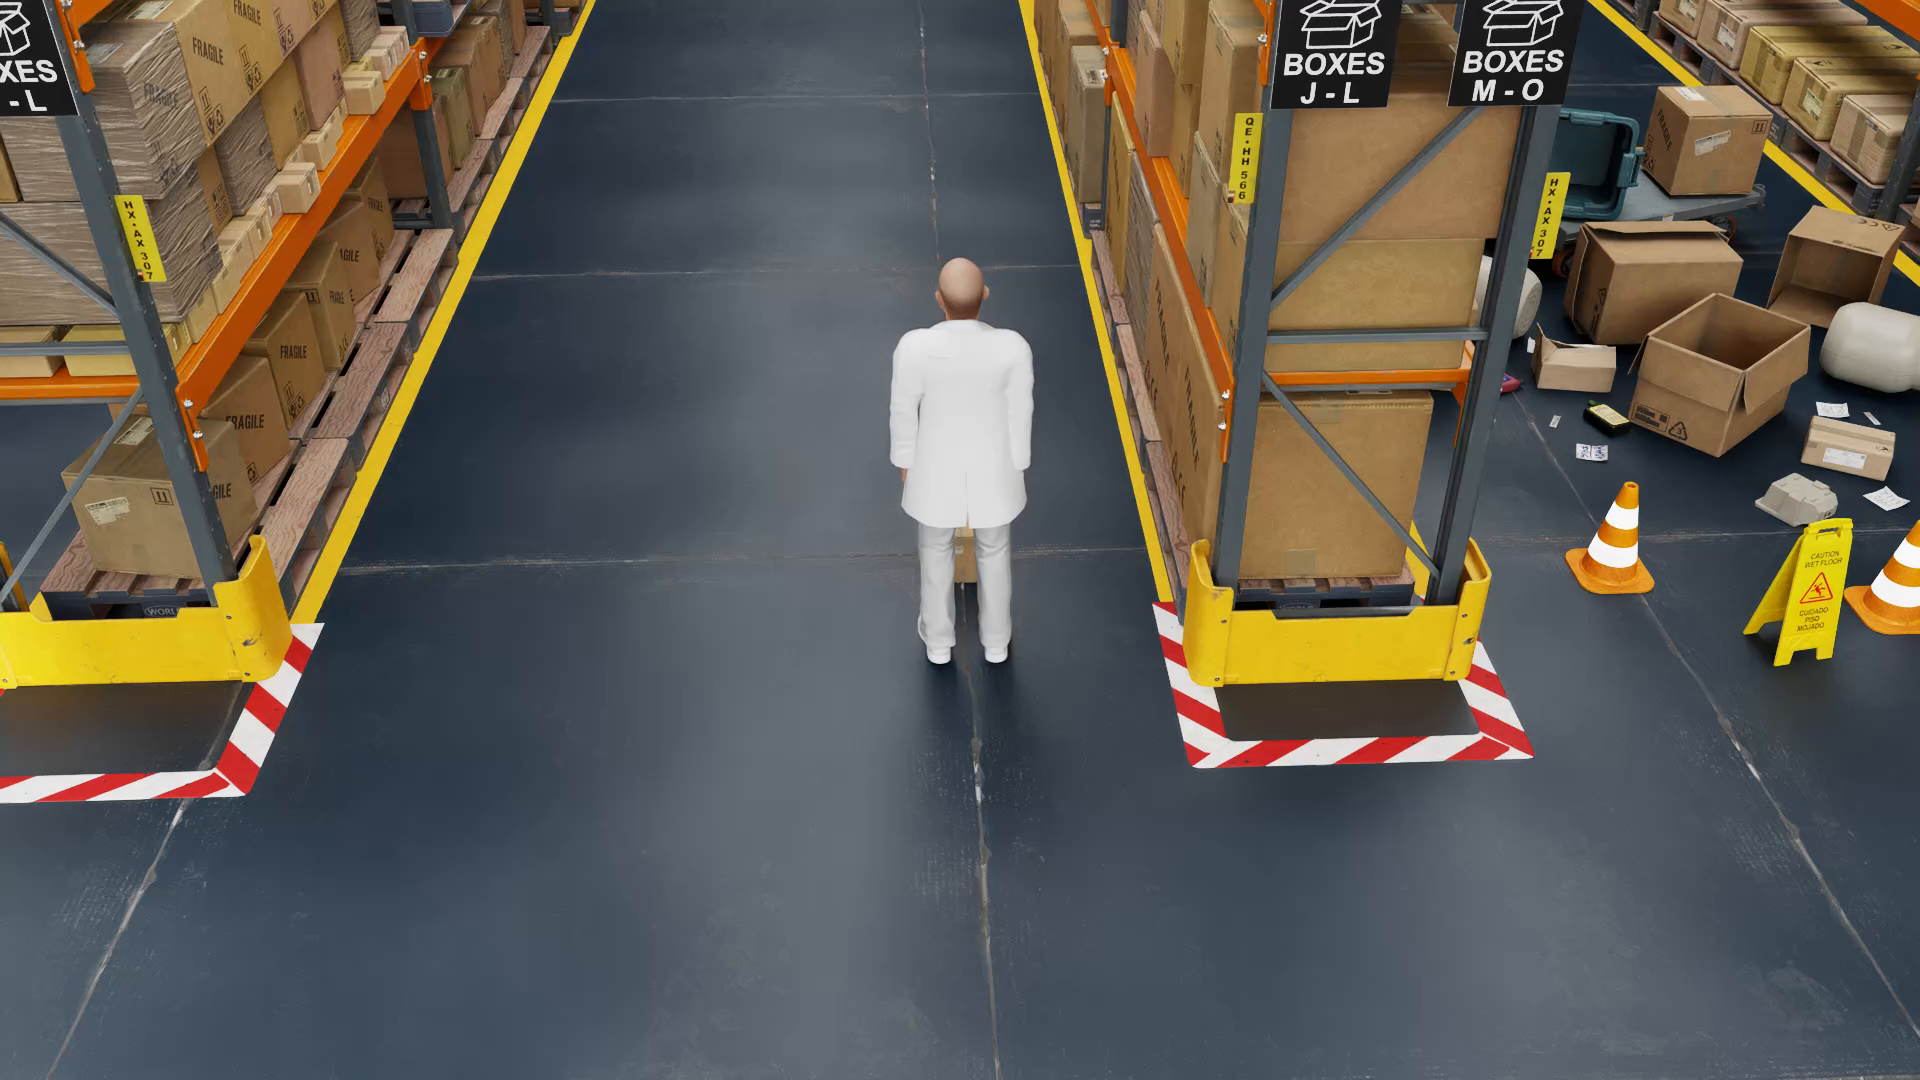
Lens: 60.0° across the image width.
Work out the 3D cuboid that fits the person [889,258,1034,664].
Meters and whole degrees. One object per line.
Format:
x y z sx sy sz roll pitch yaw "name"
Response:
0.002 -0.304 6.603 0.560 1.779 0.382 -1 35 -1 "person"
